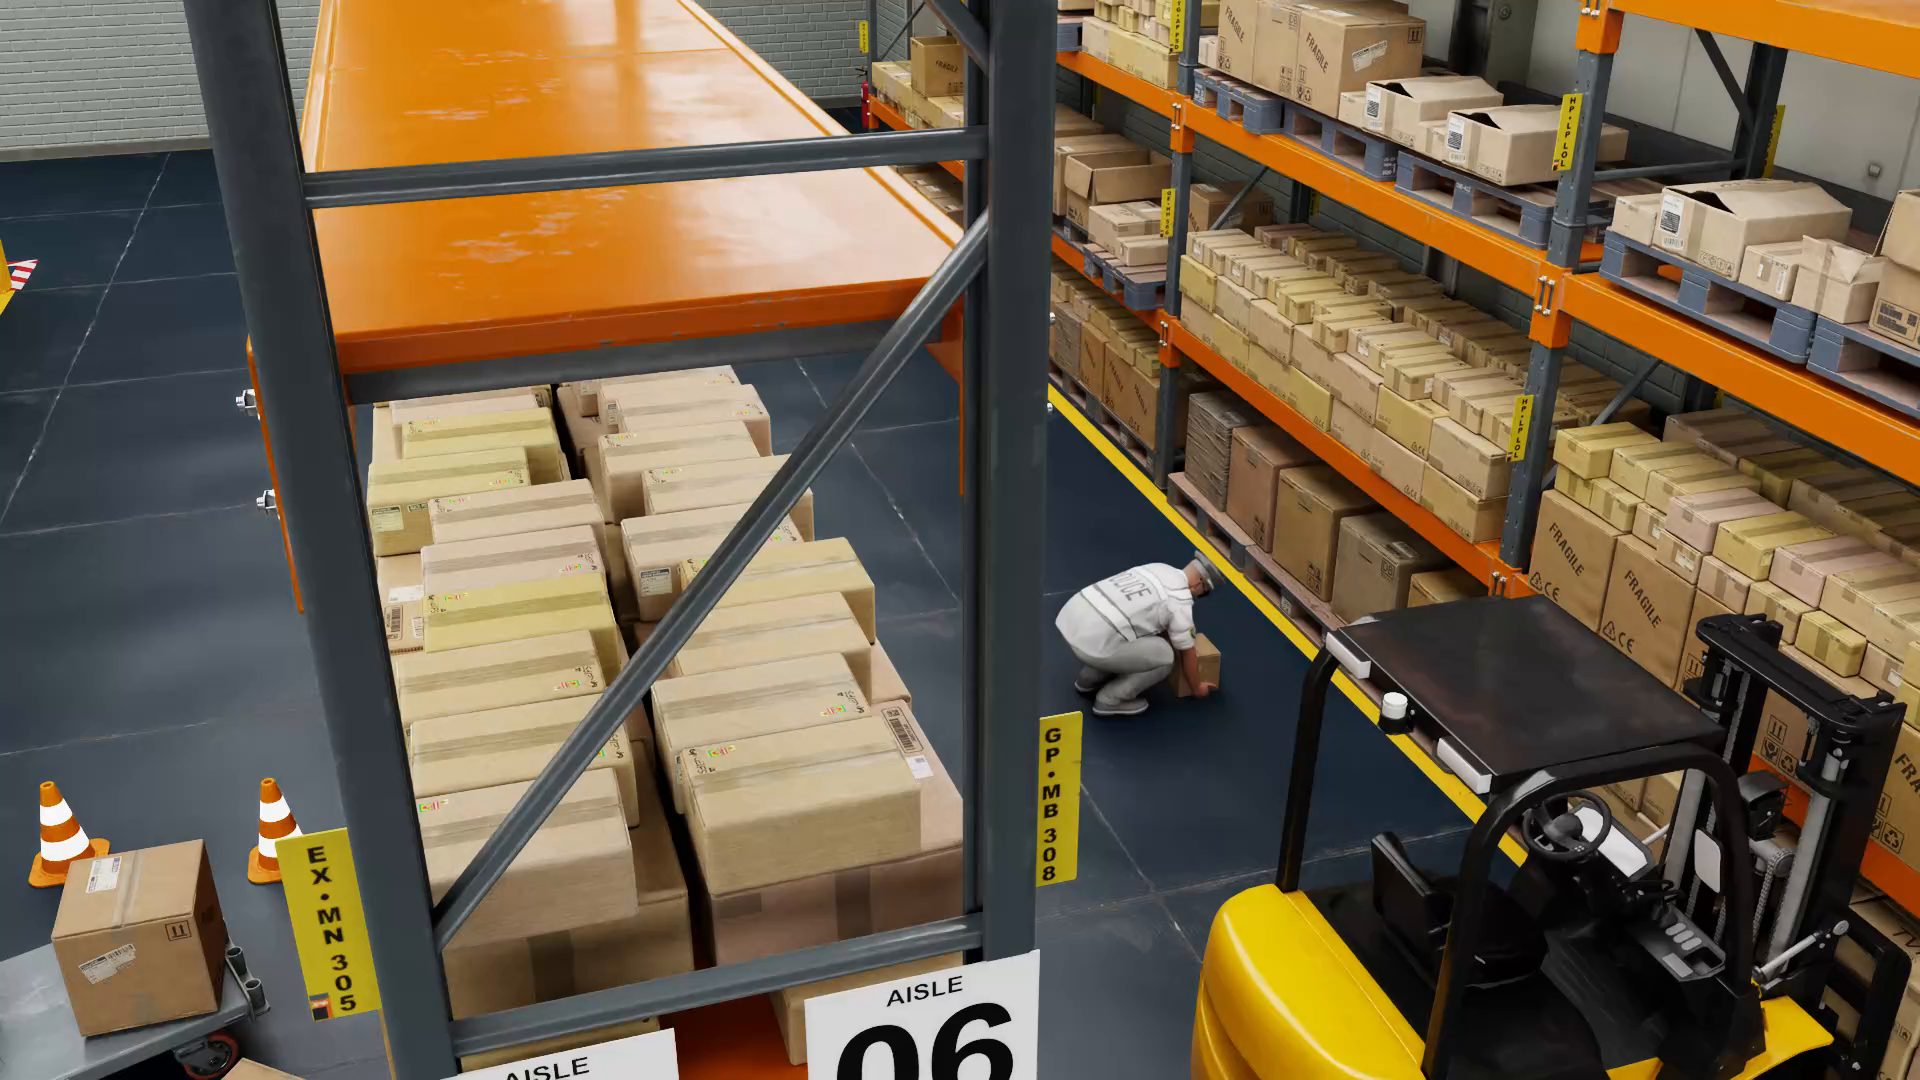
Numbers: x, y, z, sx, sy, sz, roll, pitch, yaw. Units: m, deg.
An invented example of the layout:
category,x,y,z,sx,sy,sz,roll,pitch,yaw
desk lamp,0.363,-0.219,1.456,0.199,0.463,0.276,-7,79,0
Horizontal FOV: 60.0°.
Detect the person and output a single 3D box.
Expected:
category,x,y,z,sx,sy,sz,roll,pitch,yaw
person,1.034,0.527,9.388,1.016,0.827,0.532,-9,28,-17
